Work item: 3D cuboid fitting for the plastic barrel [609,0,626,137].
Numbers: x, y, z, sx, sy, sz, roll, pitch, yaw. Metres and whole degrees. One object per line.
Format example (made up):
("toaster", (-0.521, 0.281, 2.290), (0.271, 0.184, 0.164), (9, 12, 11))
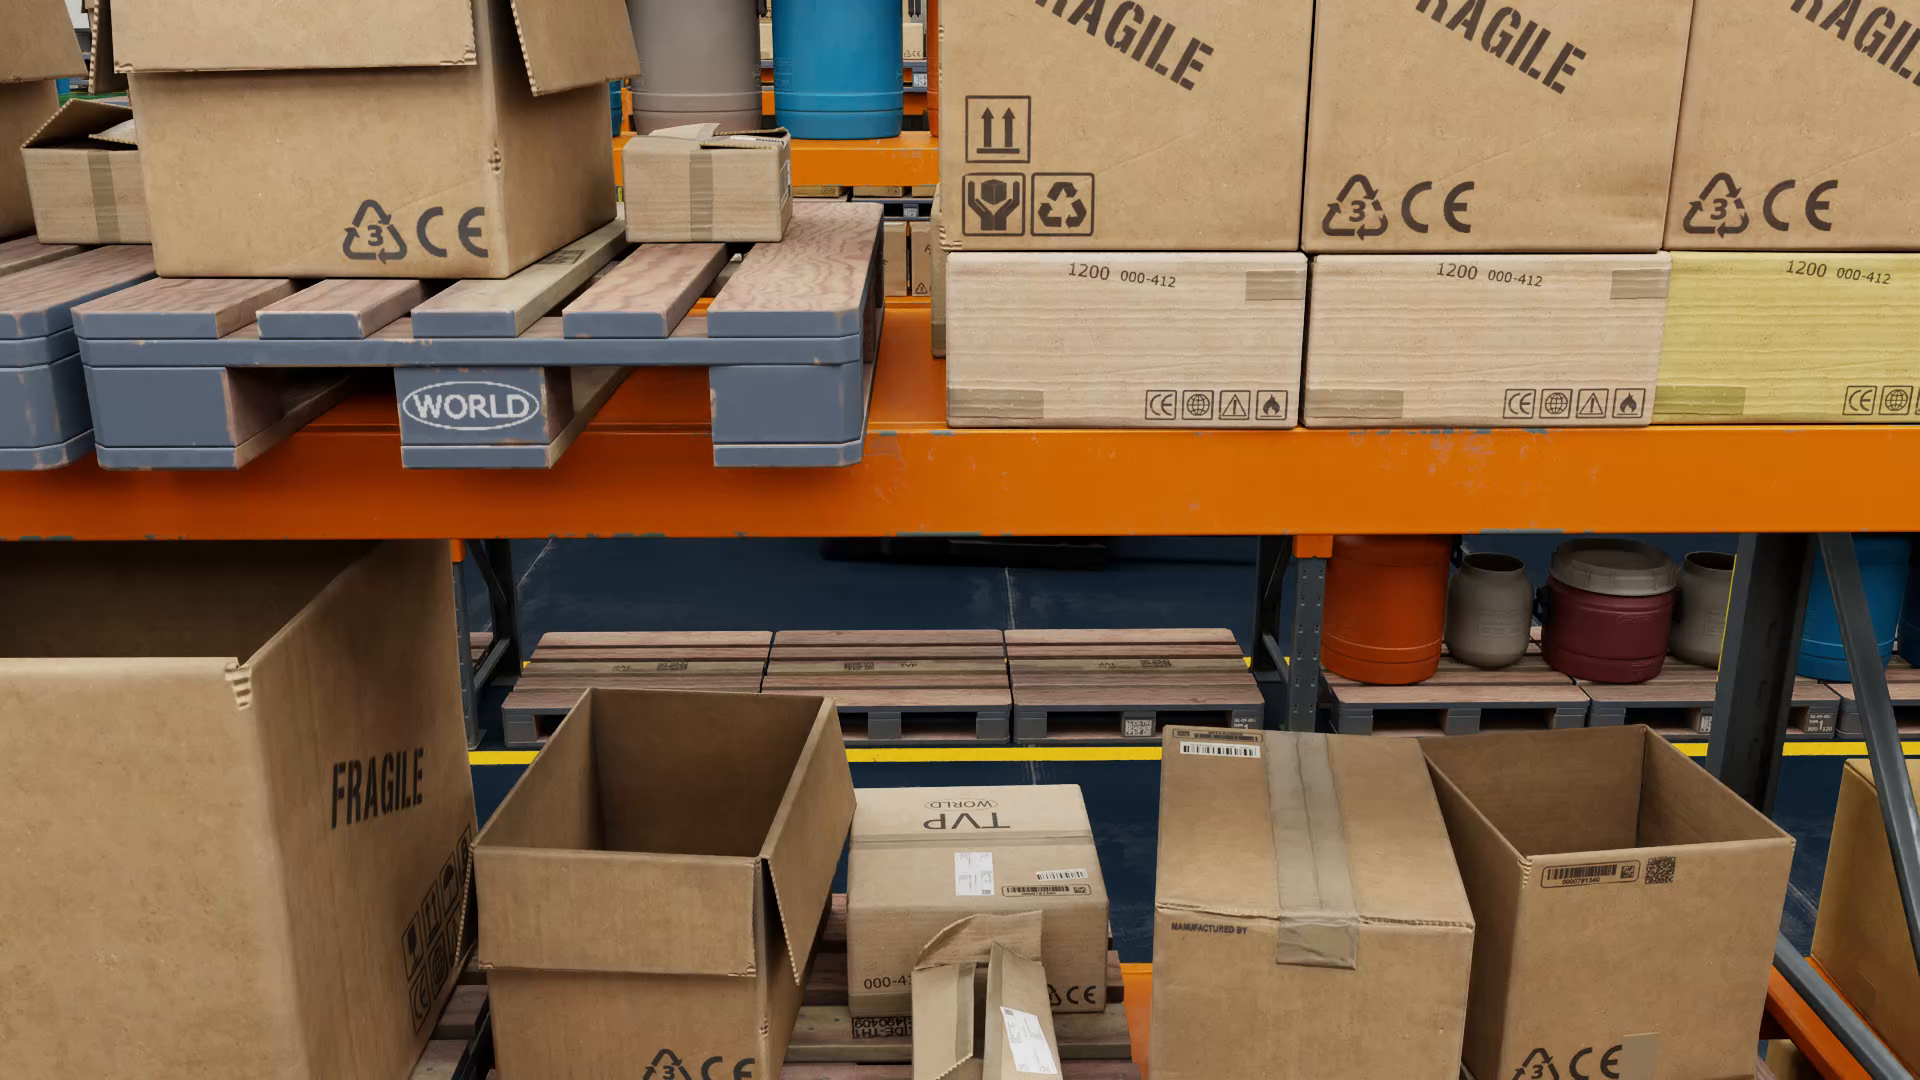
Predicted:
("plastic barrel", (-1.870, -2.309, 7.604), (0.708, 0.901, 0.600), (0, 18, -1))

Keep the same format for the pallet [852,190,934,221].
("pallet", (-0.510, -3.505, 17.378), (1.213, 0.211, 1.003), (0, 18, -1))

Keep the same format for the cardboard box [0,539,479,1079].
("cardboard box", (-1.500, 0.492, 2.932), (1.000, 1.000, 1.000), (0, 18, 0))

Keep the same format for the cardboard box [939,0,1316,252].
("cardboard box", (0.222, -0.712, 2.463), (0.500, 0.500, 0.500), (0, 18, 0))

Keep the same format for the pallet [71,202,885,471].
("pallet", (-0.640, -0.376, 2.706), (1.003, 0.211, 1.213), (0, 18, -1))

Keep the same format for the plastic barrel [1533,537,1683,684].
("plastic barrel", (3.243, 0.342, 8.330), (0.708, 0.588, 0.600), (0, 18, -1))

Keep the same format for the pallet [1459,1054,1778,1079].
("pallet", (0.992, 1.047, 3.186), (1.003, 0.211, 1.213), (0, 18, -1))

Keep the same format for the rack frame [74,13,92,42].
("rack frame", (-6.449, -4.924, 11.664), (0.127, 3.000, 1.000), (0, 18, -1))

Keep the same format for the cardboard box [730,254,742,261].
("cardboard box", (-1.957, -2.031, 12.713), (0.500, 0.250, 0.500), (1, 18, 3))

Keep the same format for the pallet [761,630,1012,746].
("pallet", (-0.367, 0.732, 8.421), (1.213, 0.211, 1.003), (0, 18, -1))

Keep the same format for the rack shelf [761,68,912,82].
("rack shelf", (-0.531, -4.695, 17.039), (4.000, 0.370, 1.077), (0, 18, -1))

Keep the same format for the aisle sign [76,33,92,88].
("aisle sign", (-6.519, -3.394, 12.462), (0.004, 0.787, 0.394), (0, 18, -1))

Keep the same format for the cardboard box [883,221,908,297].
("cardboard box", (-0.653, -2.138, 12.637), (0.500, 0.500, 0.500), (0, 18, -1))

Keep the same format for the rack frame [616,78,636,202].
("rack frame", (-2.449, -2.086, 12.641), (0.127, 3.000, 1.000), (0, 18, -1))

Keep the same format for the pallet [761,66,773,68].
("pallet", (-1.912, -4.909, 16.836), (1.003, 0.211, 1.213), (0, 18, -1))

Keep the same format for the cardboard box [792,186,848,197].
("cardboard box", (-1.463, -3.849, 17.251), (0.500, 0.500, 0.700), (2, 18, 5))

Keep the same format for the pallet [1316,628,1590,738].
("pallet", (2.413, 0.718, 8.462), (1.213, 0.211, 1.003), (0, 18, -1))

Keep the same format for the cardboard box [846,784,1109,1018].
("cardboard box", (0.024, 0.729, 3.422), (0.500, 0.250, 0.500), (-1, 18, -2))

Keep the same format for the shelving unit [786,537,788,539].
("shelving unit", (-1.022, -0.533, 10.990), (0.252, 1.050, 0.215), (2, 18, 5))

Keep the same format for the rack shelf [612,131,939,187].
("rack shelf", (-0.375, -1.669, 7.607), (4.000, 0.370, 1.077), (0, 18, -1))

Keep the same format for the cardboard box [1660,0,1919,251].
("cardboard box", (1.230, -0.715, 2.474), (0.500, 0.500, 0.500), (0, 18, 1))

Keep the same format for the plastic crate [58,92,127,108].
("plastic crate", (-3.957, -1.976, 7.734), (0.450, 0.188, 0.336), (0, 18, -1))

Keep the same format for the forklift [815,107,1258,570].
("forklift", (0.620, -1.378, 10.544), (3.031, 2.935, 1.130), (2, 18, 5))

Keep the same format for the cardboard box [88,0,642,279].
("cardboard box", (-0.883, -0.715, 2.599), (0.637, 0.503, 0.797), (0, 18, 1))

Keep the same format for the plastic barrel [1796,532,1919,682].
("plastic barrel", (4.372, 0.188, 8.299), (0.708, 0.901, 0.600), (0, 18, -1))

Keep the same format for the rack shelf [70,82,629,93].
("rack shelf", (-4.449, -3.163, 12.262), (4.000, 0.370, 1.077), (0, 18, -1))

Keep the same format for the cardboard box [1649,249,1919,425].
("cardboard box", (1.232, -0.360, 2.593), (0.500, 0.250, 0.500), (0, 18, -1))

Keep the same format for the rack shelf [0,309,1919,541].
("rack shelf", (-0.297, -0.156, 2.891), (4.000, 0.370, 1.077), (0, 18, -1))

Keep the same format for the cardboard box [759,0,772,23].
("cardboard box", (-1.263, -4.001, 12.029), (0.500, 0.500, 0.500), (1, 18, 4))

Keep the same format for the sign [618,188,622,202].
("sign", (-2.439, -2.367, 11.968), (0.005, 0.325, 0.100), (0, 18, -1))

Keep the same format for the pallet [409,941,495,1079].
("pallet", (-1.530, 1.071, 3.111), (1.213, 0.211, 1.003), (0, 18, -1))

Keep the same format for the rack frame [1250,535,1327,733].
("rack frame", (1.625, -0.593, 7.985), (0.127, 3.000, 1.000), (0, 18, -1))

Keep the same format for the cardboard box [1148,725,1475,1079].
("cardboard box", (0.607, 0.720, 3.040), (0.500, 0.500, 0.700), (2, 18, 7))

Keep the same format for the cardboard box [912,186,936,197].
("cardboard box", (-0.247, -3.858, 17.278), (0.500, 0.500, 0.700), (0, 18, -1))

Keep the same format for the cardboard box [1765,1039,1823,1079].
("cardboard box", (2.393, 1.735, 3.520), (0.875, 0.875, 1.225), (-1, 18, -3))

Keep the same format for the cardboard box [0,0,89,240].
("cardboard box", (-1.825, -0.710, 2.584), (0.637, 0.503, 0.797), (-1, 18, -4))

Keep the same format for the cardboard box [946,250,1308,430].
("cardboard box", (0.234, -0.352, 2.568), (0.500, 0.250, 0.500), (0, 18, 1))

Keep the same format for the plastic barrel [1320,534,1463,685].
("plastic barrel", (2.114, 0.233, 8.276), (0.708, 0.830, 0.600), (0, 18, -1))

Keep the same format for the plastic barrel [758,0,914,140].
("plastic barrel", (-0.562, -2.316, 7.624), (0.708, 0.901, 0.600), (0, 18, -1))

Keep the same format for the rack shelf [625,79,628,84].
("rack shelf", (-4.531, -4.675, 16.979), (4.000, 0.370, 1.077), (0, 18, -1))

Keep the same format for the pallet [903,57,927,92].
("pallet", (-0.245, -3.407, 12.157), (1.213, 0.211, 1.003), (1, 18, 2))

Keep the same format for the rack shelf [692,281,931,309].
("rack shelf", (-0.449, -1.753, 12.781), (4.000, 0.370, 1.077), (0, 18, -1))

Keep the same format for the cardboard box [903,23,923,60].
("cardboard box", (-0.536, -3.634, 12.112), (0.500, 0.250, 0.500), (-2, 18, -6))

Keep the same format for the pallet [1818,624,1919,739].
("pallet", (4.852, 0.707, 8.499), (1.213, 0.211, 1.003), (0, 18, -1))

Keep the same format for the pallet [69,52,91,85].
("pallet", (-5.741, -3.449, 12.122), (1.213, 0.211, 1.003), (0, 18, -1))
